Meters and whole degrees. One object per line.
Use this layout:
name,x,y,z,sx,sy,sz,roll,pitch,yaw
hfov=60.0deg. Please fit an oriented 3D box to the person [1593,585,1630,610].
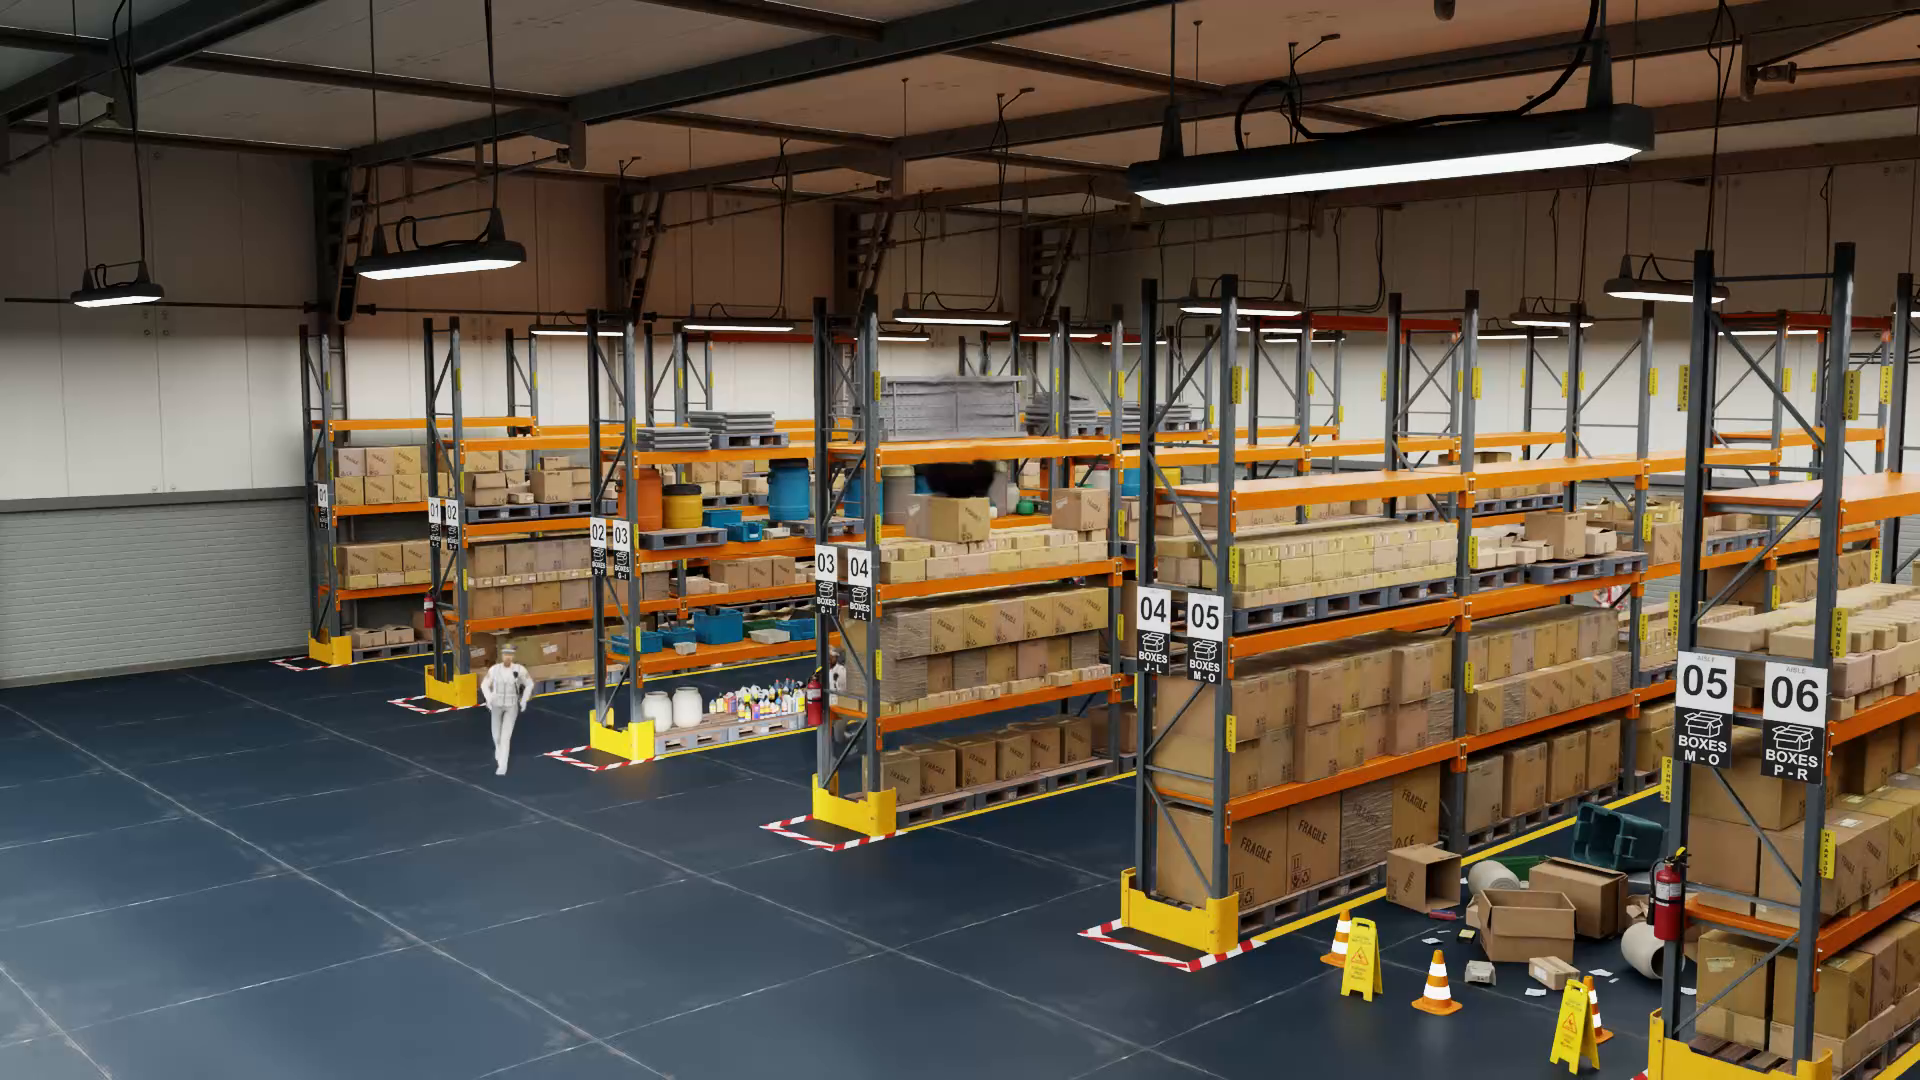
person,11.734,1.184,29.809,0.710,1.437,0.430,-3,6,-24

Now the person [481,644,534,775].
person,-5.877,2.158,21.605,0.665,1.665,0.727,-1,6,-7

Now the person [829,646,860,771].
person,-1.597,2.170,21.631,0.382,1.668,0.768,3,6,24
